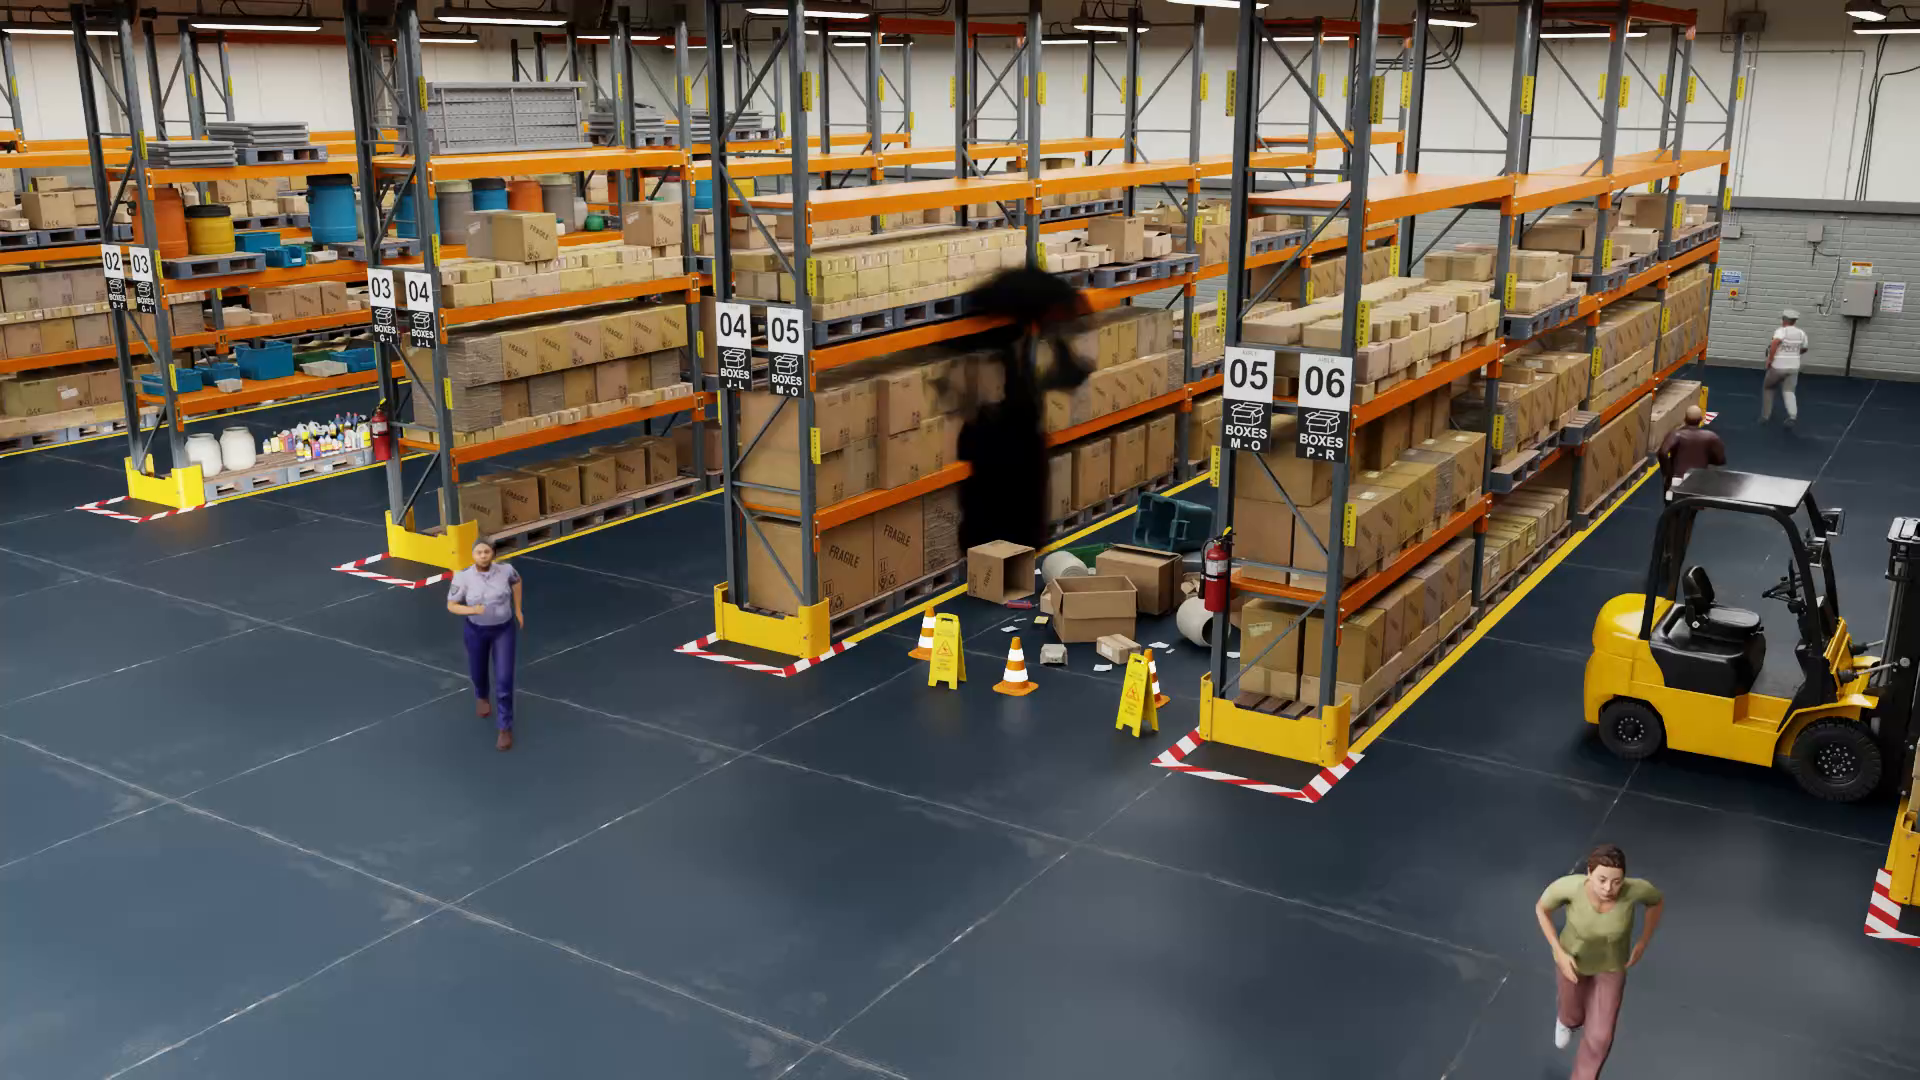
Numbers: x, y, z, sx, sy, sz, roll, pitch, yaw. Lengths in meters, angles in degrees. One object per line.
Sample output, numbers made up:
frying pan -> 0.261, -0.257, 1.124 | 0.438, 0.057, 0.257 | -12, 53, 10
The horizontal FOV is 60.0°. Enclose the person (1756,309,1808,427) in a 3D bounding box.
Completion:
person -> 12.461, -2.550, 25.124 | 0.690, 1.836, 0.939 | 0, 16, -1

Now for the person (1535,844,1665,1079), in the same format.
person -> 3.220, 2.169, 8.513 | 0.604, 1.623, 0.990 | 3, 16, 12

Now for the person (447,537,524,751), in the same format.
person -> -3.780, 0.752, 13.329 | 0.598, 1.633, 0.912 | -5, 16, -18

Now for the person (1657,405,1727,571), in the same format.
person -> 7.789, -0.510, 17.792 | 0.668, 1.855, 0.861 | 7, 17, 25
